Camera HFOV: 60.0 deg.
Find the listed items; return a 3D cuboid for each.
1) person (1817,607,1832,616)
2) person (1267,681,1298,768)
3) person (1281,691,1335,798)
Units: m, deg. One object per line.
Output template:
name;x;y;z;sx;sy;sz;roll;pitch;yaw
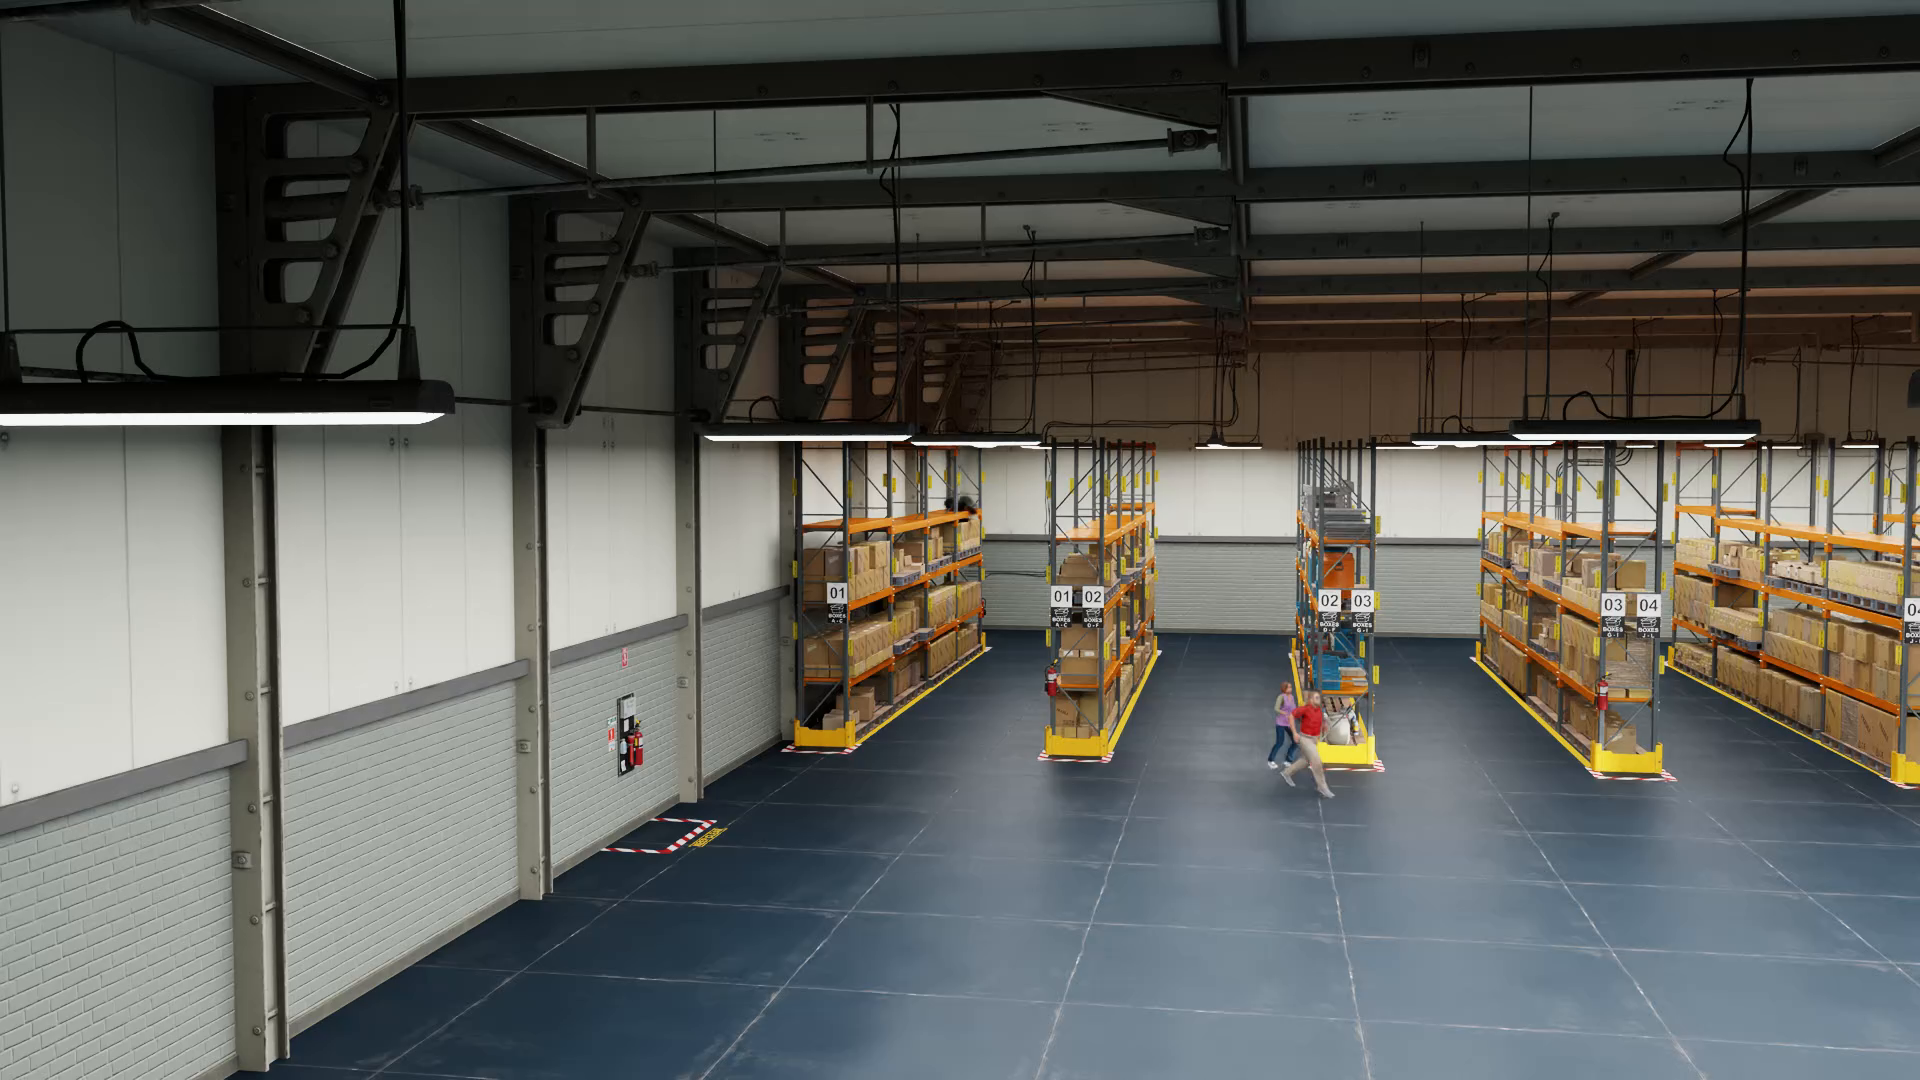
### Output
person;23.372;2.476;45.154;0.922;1.690;0.614;0;3;-2
person;5.831;3.351;29.824;0.539;1.639;0.632;-2;4;-34
person;5.817;3.396;27.837;1.022;1.752;0.686;3;4;40
